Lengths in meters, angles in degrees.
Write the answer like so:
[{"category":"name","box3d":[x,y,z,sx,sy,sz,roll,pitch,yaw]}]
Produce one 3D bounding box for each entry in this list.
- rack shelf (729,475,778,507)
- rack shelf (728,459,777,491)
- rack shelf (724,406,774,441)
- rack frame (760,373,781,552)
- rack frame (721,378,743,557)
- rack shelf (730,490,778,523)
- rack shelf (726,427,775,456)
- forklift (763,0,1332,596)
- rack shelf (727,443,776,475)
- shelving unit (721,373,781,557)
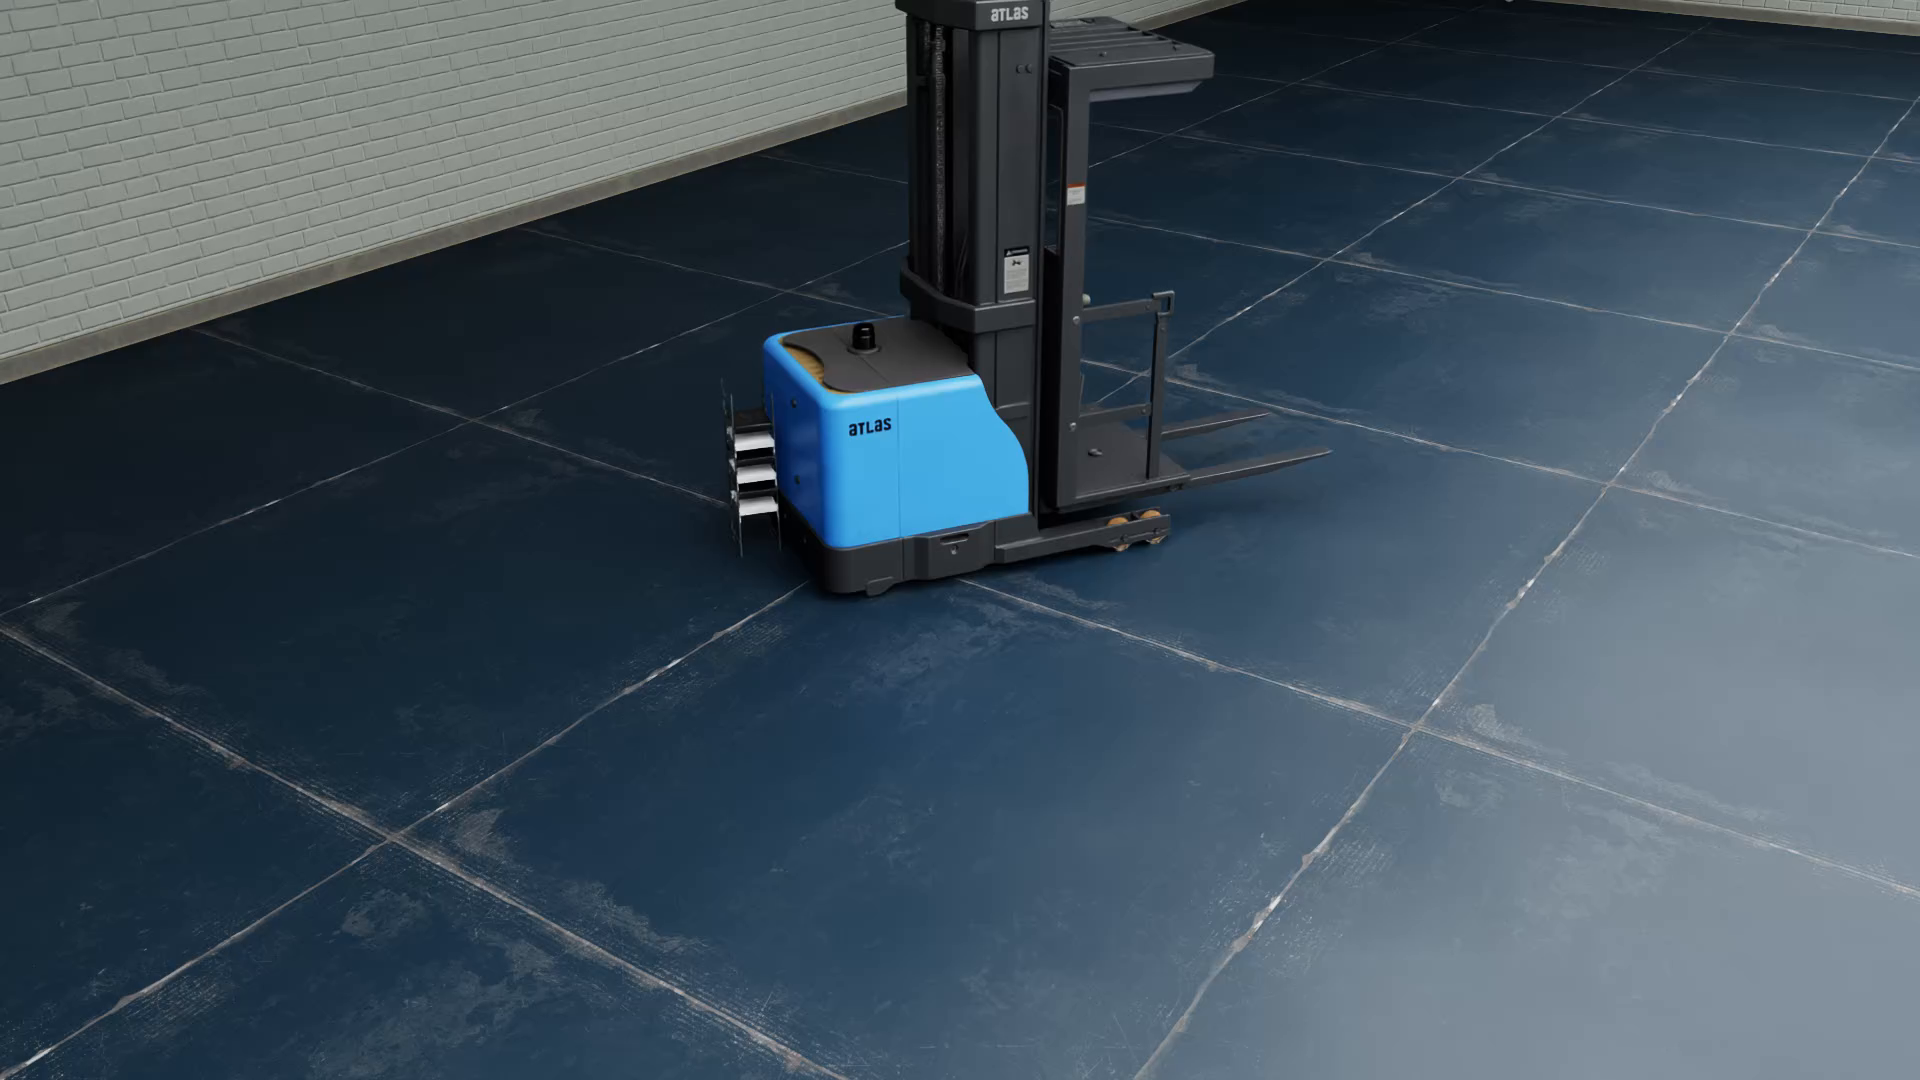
[{"category":"rack shelf","box3d":[-1.066,-0.268,8.556,0.200,0.077,0.258,-9,28,-17]},{"category":"rack shelf","box3d":[-1.066,-0.348,8.515,0.200,0.077,0.258,-9,28,-17]},{"category":"rack shelf","box3d":[-1.066,-0.589,8.393,0.200,0.077,0.258,-9,28,-17]},{"category":"rack frame","box3d":[-0.970,-0.392,8.529,0.006,0.900,0.240,-9,28,-17]},{"category":"rack frame","box3d":[-1.163,-0.363,8.471,0.006,0.900,0.240,-9,28,-17]},{"category":"rack shelf","box3d":[-1.066,-0.188,8.597,0.200,0.077,0.258,-9,28,-17]},{"category":"rack shelf","box3d":[-1.066,-0.508,8.434,0.200,0.077,0.258,-9,28,-17]},{"category":"forklift","box3d":[0.550,-1.462,8.391,3.031,2.935,1.130,-11,29,-21]},{"category":"rack shelf","box3d":[-1.066,-0.428,8.474,0.200,0.077,0.258,-9,28,-17]},{"category":"shelving unit","box3d":[-1.066,-0.378,8.500,0.210,0.900,0.258,-9,28,-17]}]
